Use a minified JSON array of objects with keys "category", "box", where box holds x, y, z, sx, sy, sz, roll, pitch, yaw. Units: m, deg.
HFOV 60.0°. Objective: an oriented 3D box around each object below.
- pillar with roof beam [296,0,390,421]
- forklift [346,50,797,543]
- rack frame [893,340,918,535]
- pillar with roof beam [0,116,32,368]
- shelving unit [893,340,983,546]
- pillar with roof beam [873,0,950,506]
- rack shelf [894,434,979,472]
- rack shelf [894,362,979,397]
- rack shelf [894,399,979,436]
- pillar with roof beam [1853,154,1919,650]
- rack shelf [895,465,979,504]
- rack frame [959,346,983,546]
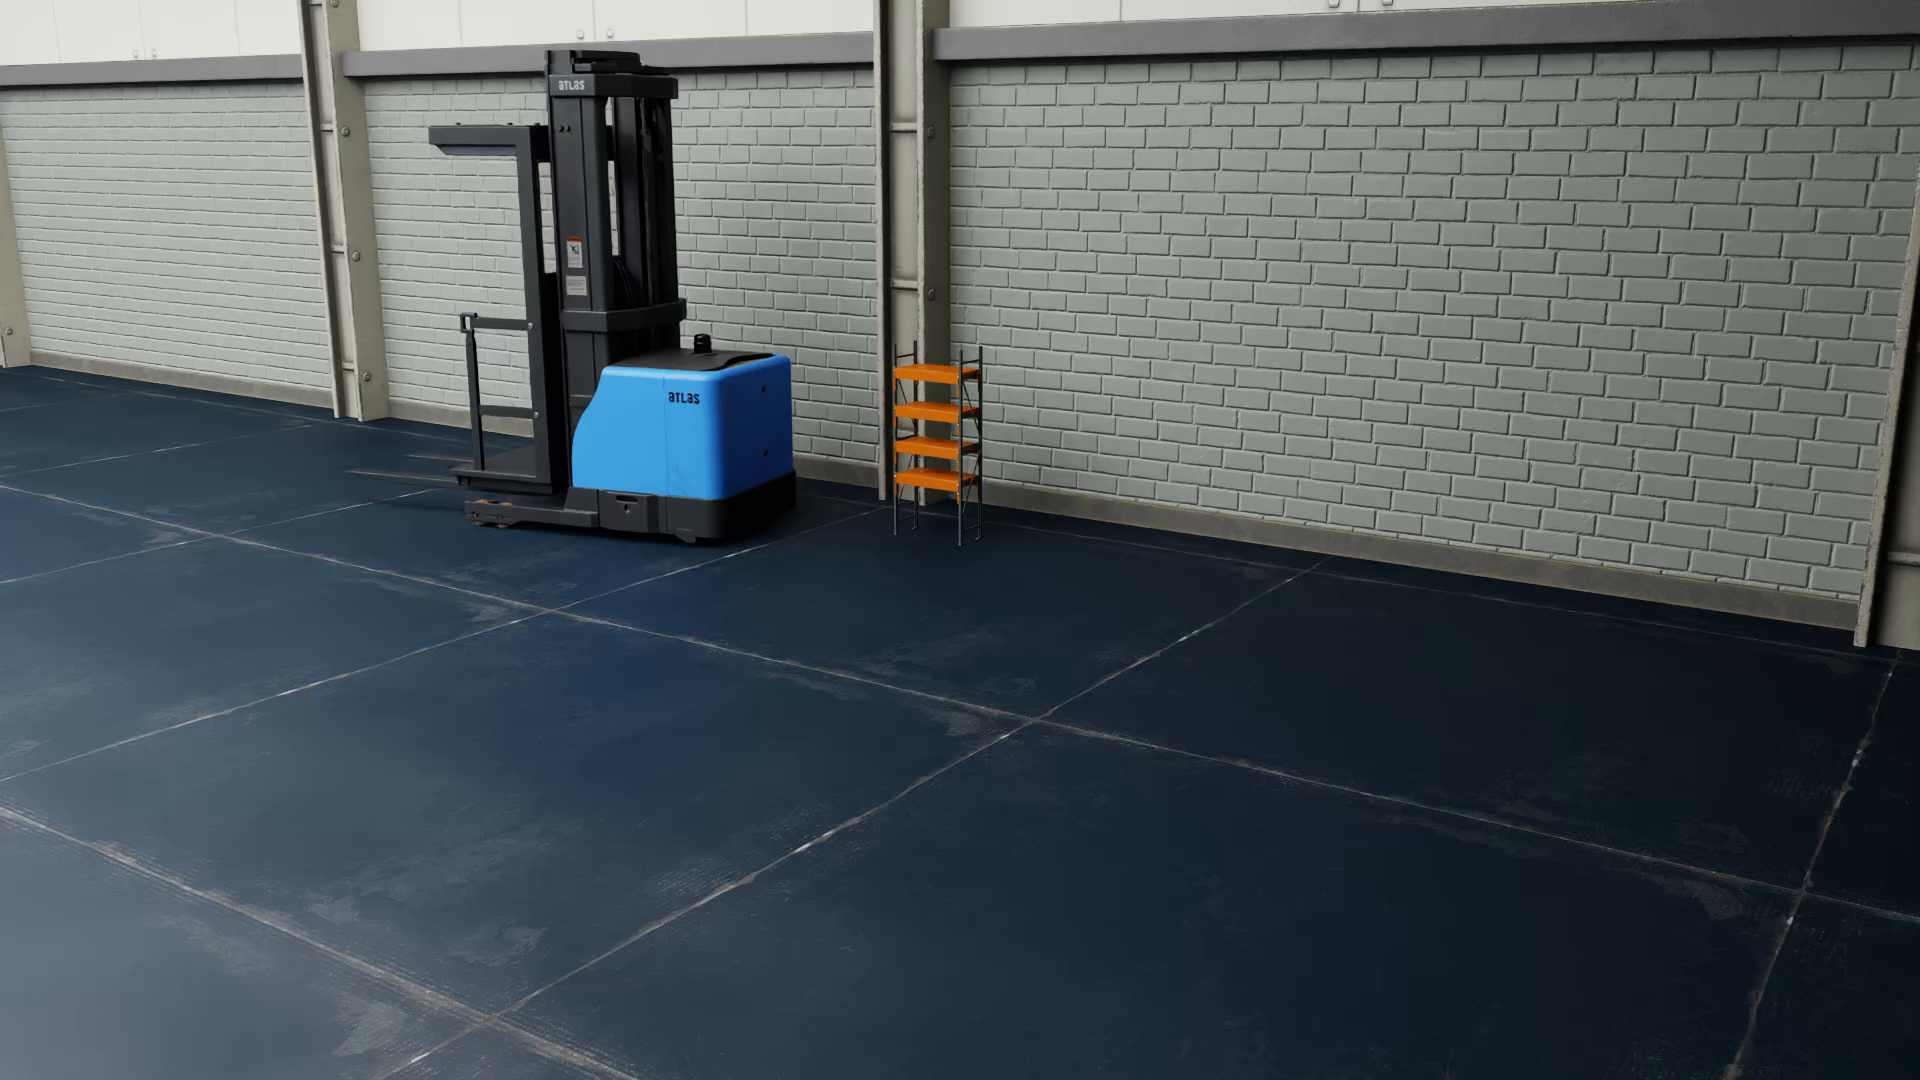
[{"category":"pillar with roof beam","box":[-7.694,-4.602,10.188,0.400,9.000,9.100,9,17,33]},{"category":"forklift","box":[-2.640,-1.608,10.719,3.031,2.935,1.130,6,15,21]},{"category":"rack frame","box":[-0.340,-0.637,10.401,0.015,1.200,0.240,9,17,33]},{"category":"pillar with roof beam","box":[-12.672,-5.407,13.438,0.400,9.000,9.100,9,17,33]},{"category":"shelving unit","box":[-0.137,-0.605,10.269,0.503,1.200,0.258,9,17,33]},{"category":"pillar with roof beam","box":[-2.715,-3.798,6.937,0.400,9.000,9.100,9,17,33]},{"category":"rack shelf","box":[-0.137,-0.539,10.285,0.480,0.148,0.258,9,17,33]},{"category":"rack shelf","box":[-0.137,-0.986,10.174,0.480,0.148,0.258,9,17,33]},{"category":"rack shelf","box":[-0.137,-0.756,10.231,0.480,0.148,0.258,9,17,33]},{"category":"pillar with roof beam","box":[2.263,-2.993,3.687,0.400,9.000,9.100,9,17,33]},{"category":"rack shelf","box":[-0.137,-0.347,10.333,0.480,0.148,0.258,9,17,33]},{"category":"rack frame","box":[0.065,-0.572,10.136,0.015,1.200,0.240,9,17,33]}]
